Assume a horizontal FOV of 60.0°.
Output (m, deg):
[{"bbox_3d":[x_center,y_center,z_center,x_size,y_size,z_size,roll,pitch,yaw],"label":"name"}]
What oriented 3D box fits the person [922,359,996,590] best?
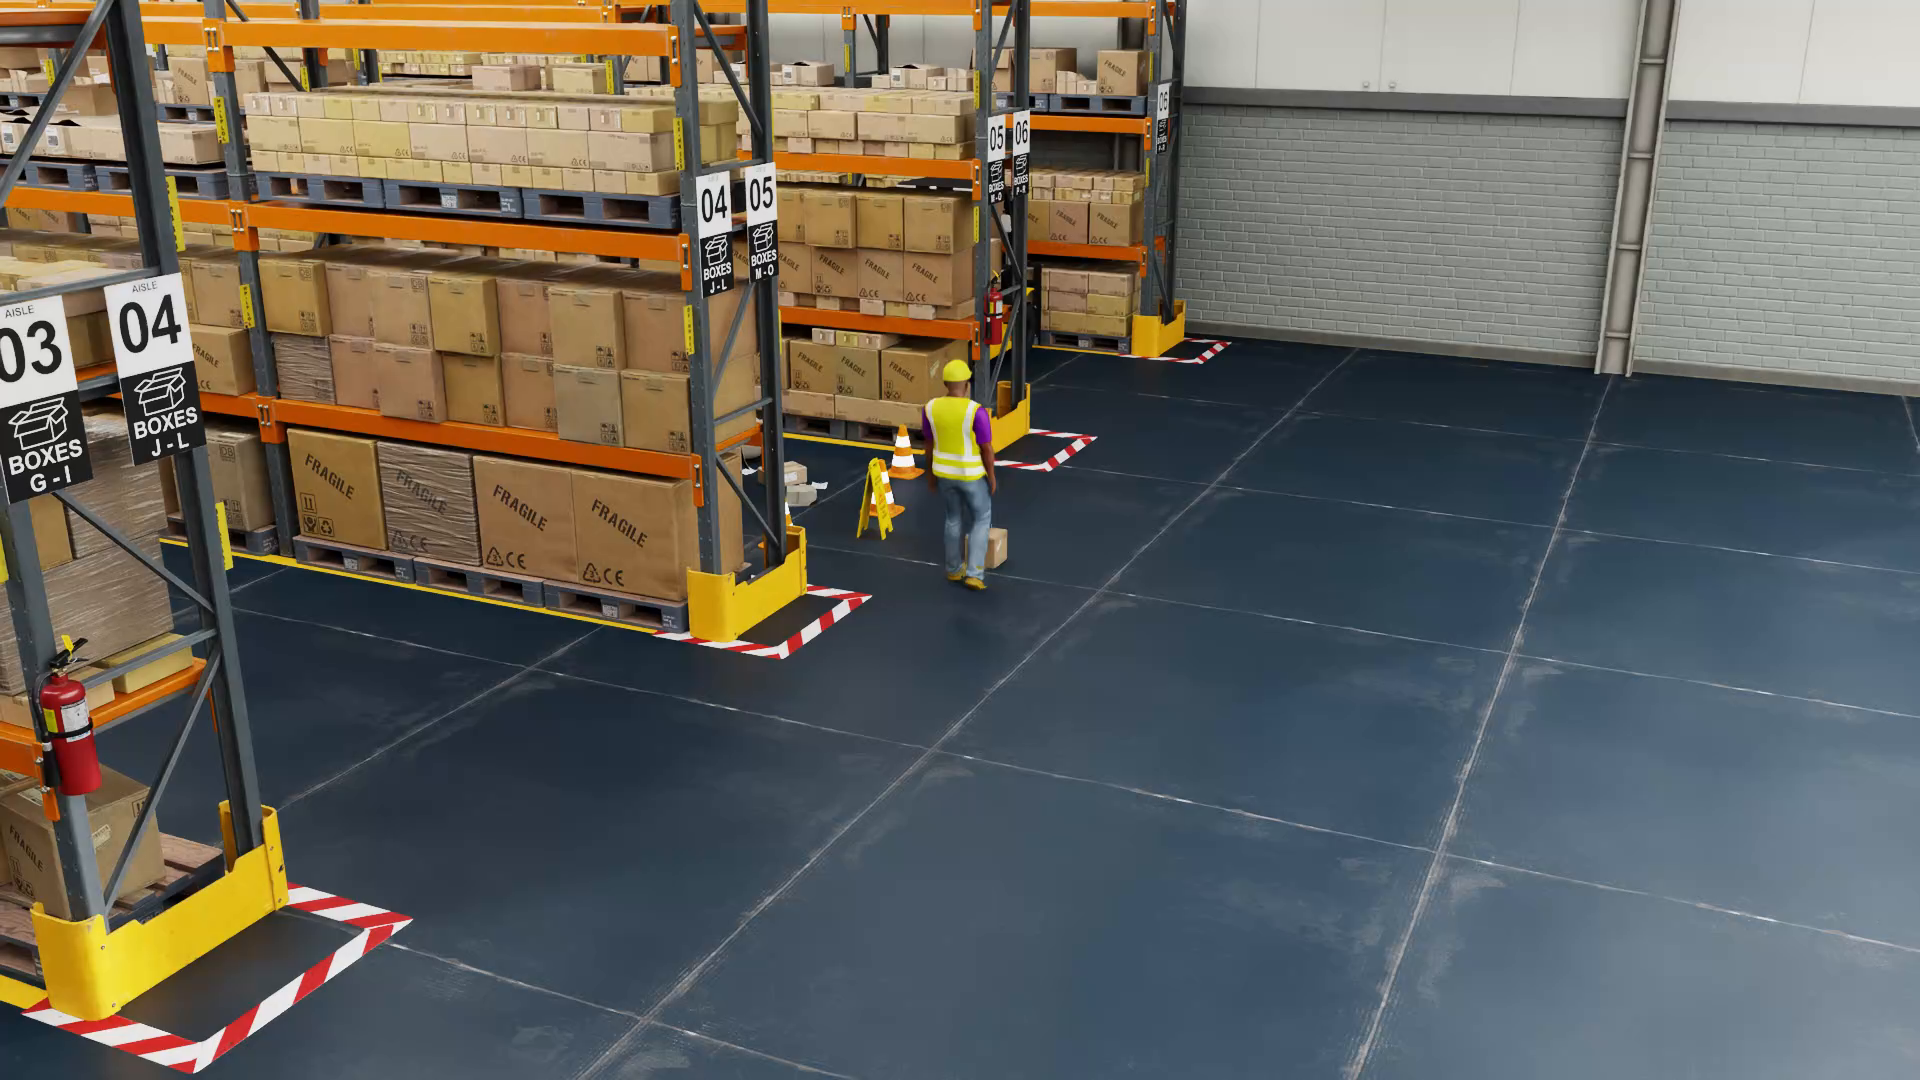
[{"bbox_3d":[0.019,-0.483,12.579,0.570,1.816,0.469,9,21,24],"label":"person"}]
